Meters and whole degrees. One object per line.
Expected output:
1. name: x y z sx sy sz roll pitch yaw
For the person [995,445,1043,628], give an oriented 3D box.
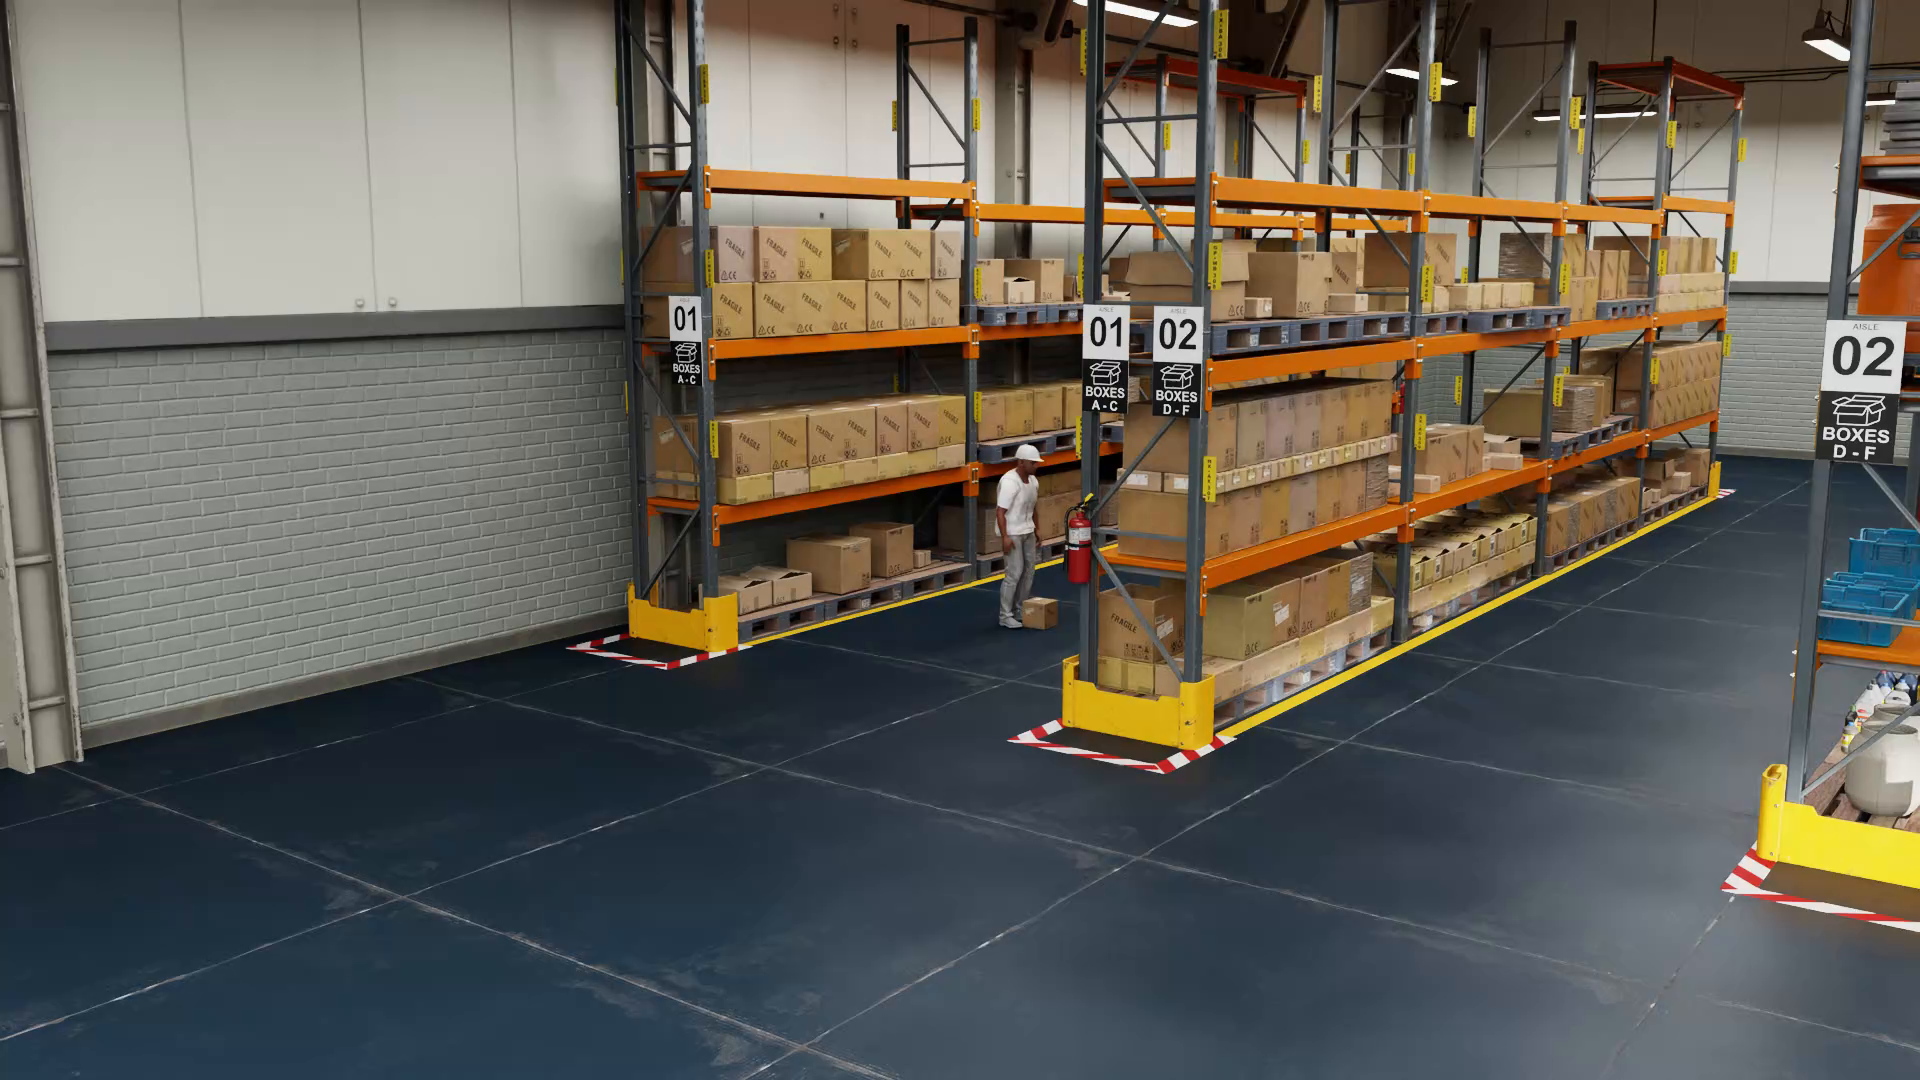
1. person: 0.590 -0.052 16.142 0.456 1.761 0.626 7 12 36
